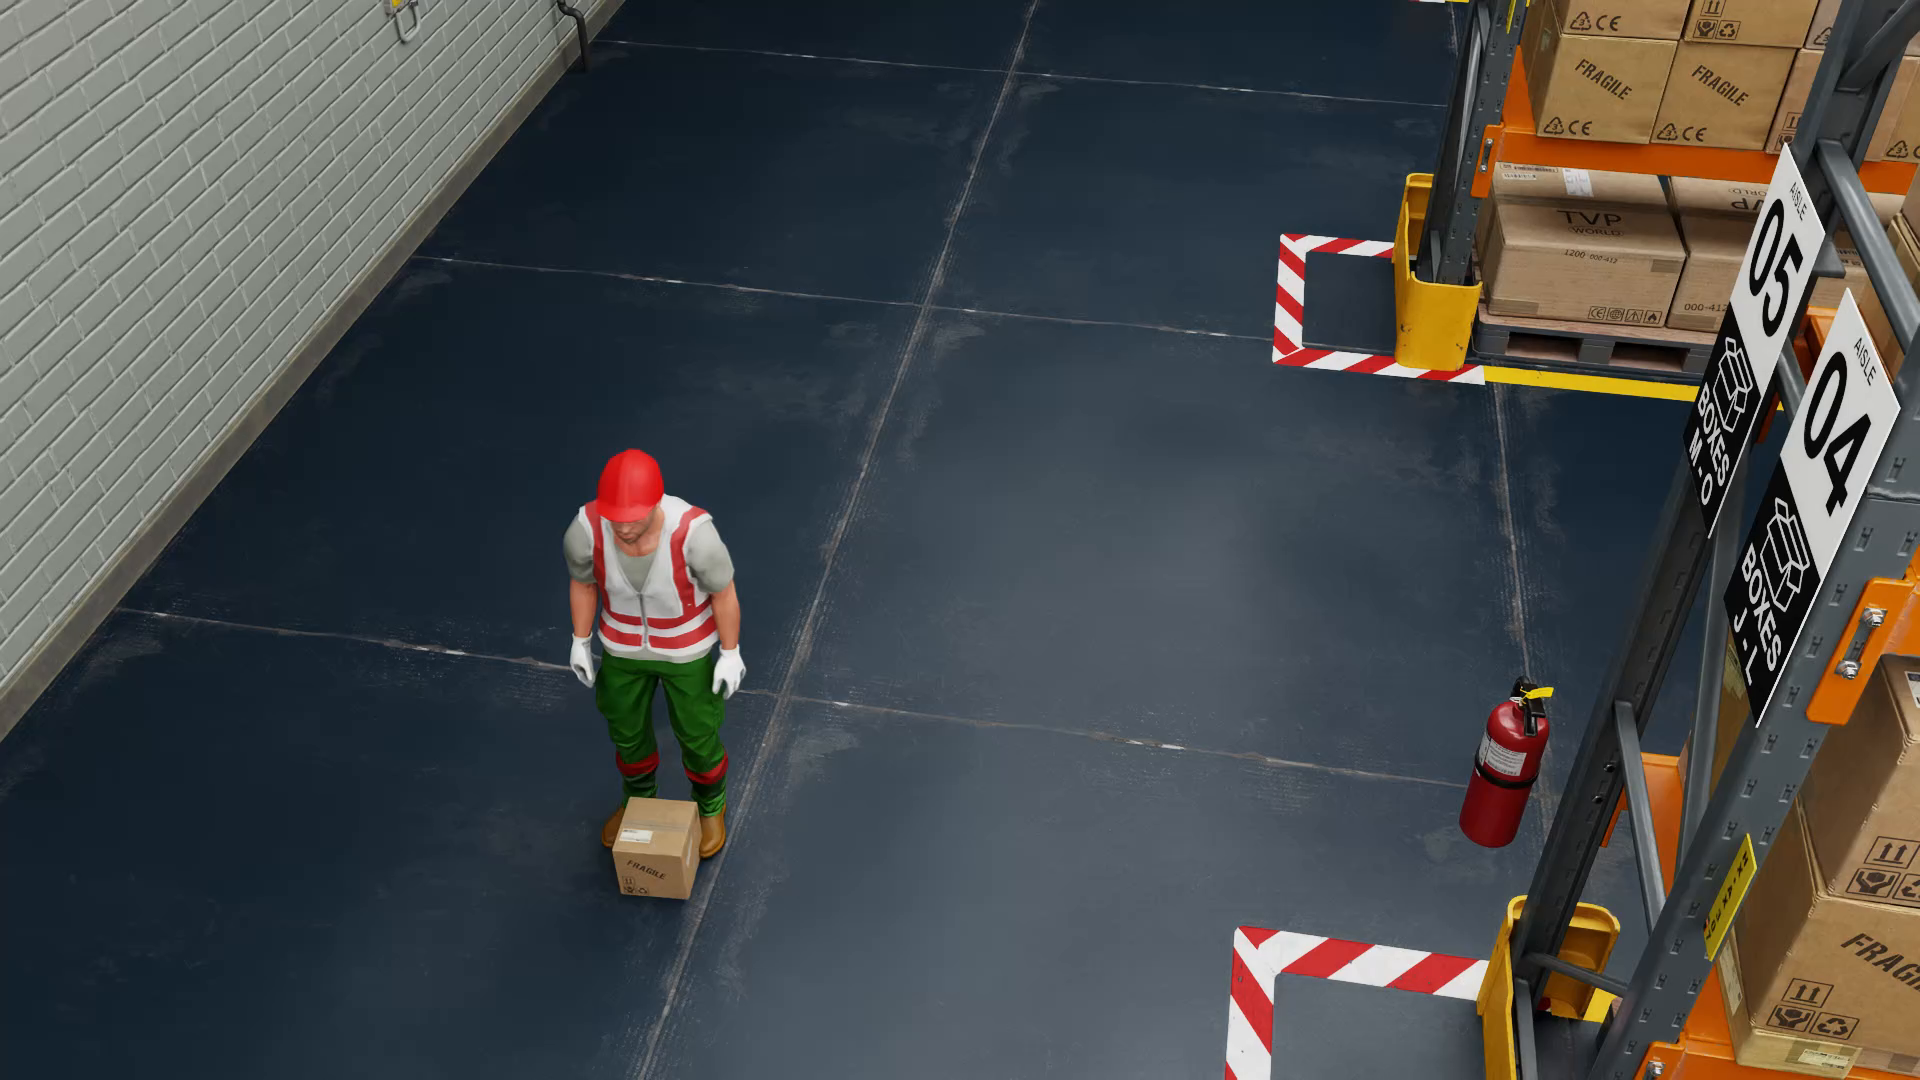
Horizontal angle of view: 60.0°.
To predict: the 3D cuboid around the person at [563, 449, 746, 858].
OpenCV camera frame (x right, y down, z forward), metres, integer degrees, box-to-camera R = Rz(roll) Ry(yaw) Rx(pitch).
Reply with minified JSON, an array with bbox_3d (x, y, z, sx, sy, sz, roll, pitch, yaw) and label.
[{"bbox_3d":[-1.040,0.387,5.688,0.611,1.778,0.451,4,40,5],"label":"person"}]
